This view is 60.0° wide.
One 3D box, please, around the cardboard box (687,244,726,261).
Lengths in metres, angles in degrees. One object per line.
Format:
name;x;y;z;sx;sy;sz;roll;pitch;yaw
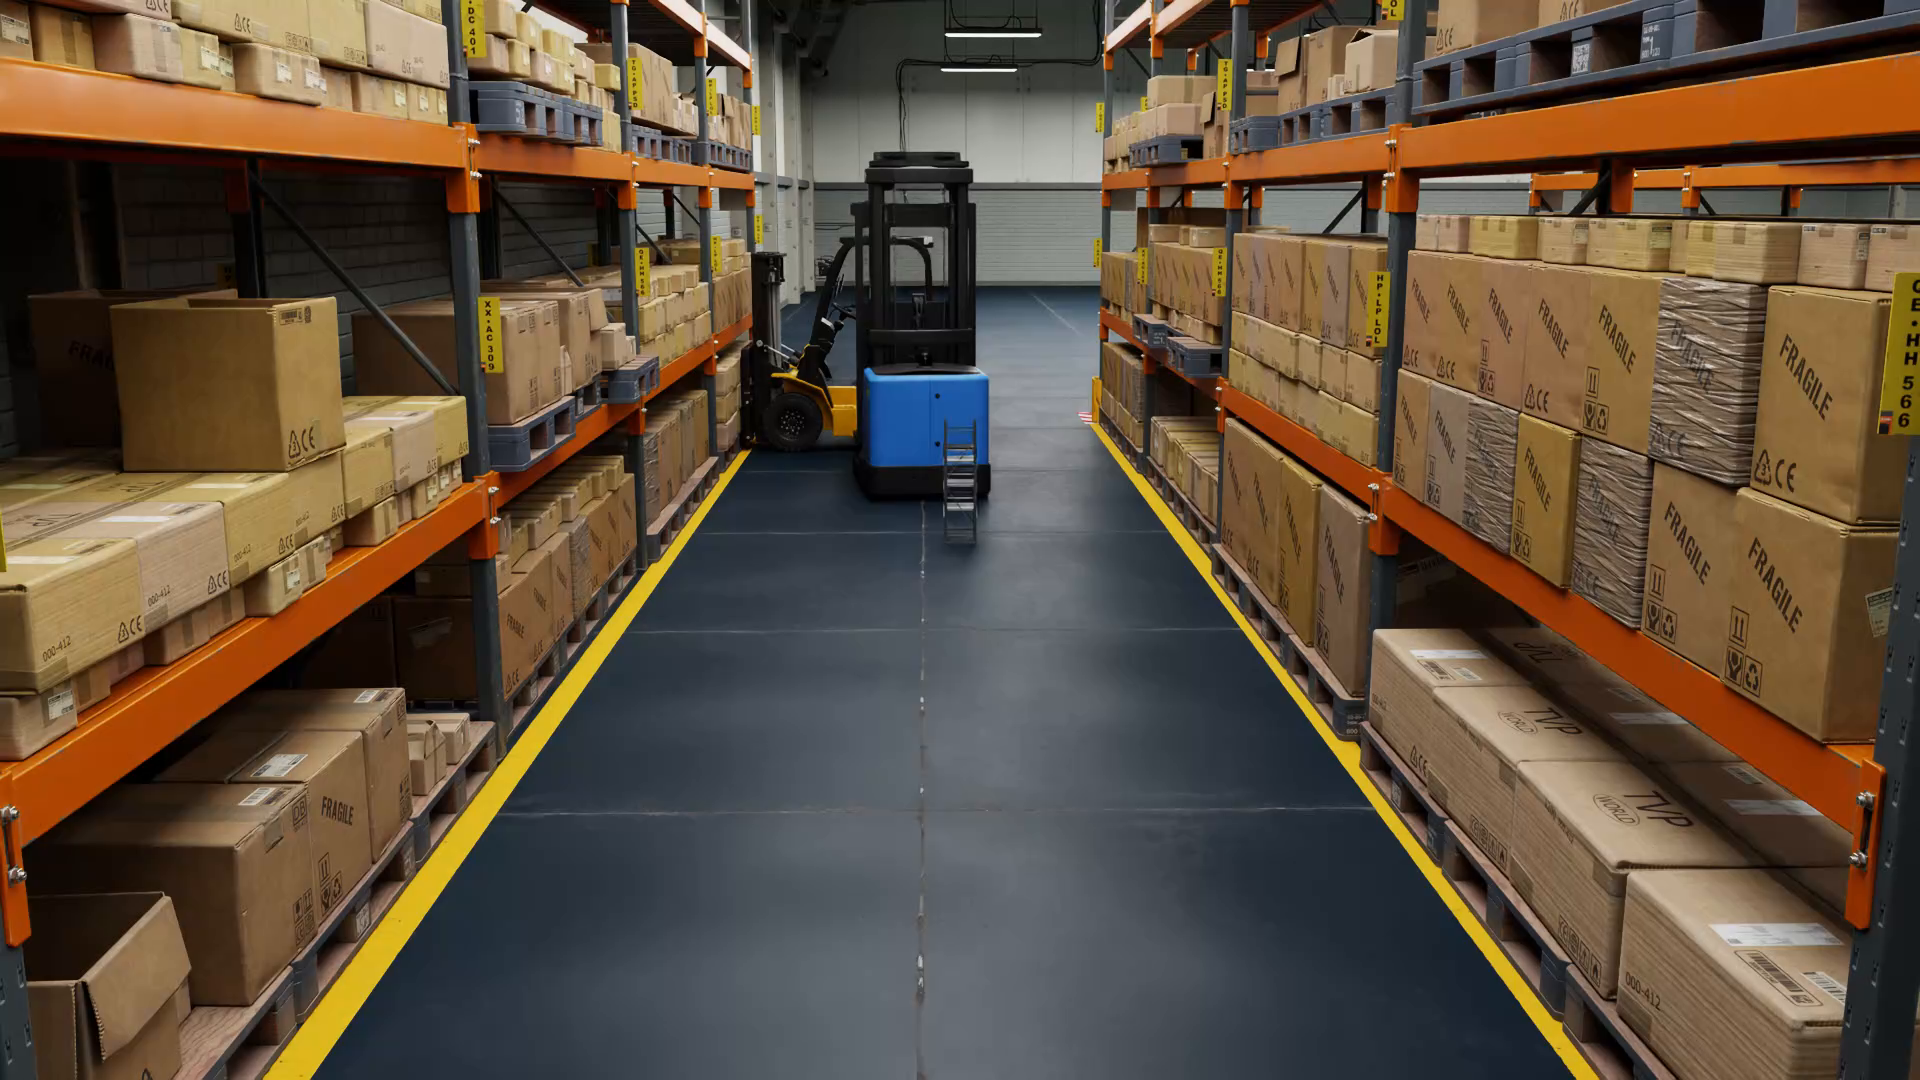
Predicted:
cardboard box;-2.476;-2.785;16.110;0.380;0.149;0.250;0;11;0

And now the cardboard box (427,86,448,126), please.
cardboard box;-2.285;-1.740;6.679;0.380;0.149;0.250;0;11;-2

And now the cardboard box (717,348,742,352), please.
cardboard box;-2.478;-1.905;17.750;0.500;0.250;0.500;0;11;0

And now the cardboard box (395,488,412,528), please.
cardboard box;-2.294;-0.122;6.250;0.380;0.149;0.250;0;11;0

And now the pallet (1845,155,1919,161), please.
pallet;7.173;-2.825;11.872;1.213;0.211;1.003;0;11;1

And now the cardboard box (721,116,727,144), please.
cardboard box;-2.480;-4.009;16.261;0.396;0.266;0.258;-1;11;-2

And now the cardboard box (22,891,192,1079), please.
cardboard box;-2.423;1.227;4.187;0.797;0.503;0.637;-1;11;-3

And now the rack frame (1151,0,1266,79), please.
rack frame;2.209;-5.015;14.645;1.000;3.000;0.127;0;11;-1

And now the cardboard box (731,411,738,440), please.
cardboard box;-2.458;-1.110;16.347;0.500;0.250;0.500;0;11;-2

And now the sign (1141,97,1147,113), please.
sign;1.667;-3.794;14.873;0.100;0.325;0.005;0;11;-1

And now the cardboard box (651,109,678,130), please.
cardboard box;-2.411;-3.285;12.985;0.380;0.149;0.250;0;11;-2

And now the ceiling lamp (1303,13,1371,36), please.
ceiling lamp;8.063;-11.942;34.108;2.000;3.185;0.800;0;11;-1

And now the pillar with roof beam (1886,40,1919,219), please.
pillar with roof beam;22.847;-11.722;47.705;9.100;9.000;0.548;0;11;-1

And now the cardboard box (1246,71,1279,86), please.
cardboard box;2.392;-3.605;13.302;0.500;0.250;0.500;0;11;0

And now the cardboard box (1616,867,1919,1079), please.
cardboard box;2.344;1.230;4.341;0.875;0.438;0.875;-1;11;-3

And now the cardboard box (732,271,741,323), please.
cardboard box;-2.529;-2.496;17.067;0.500;0.500;0.500;0;11;-1

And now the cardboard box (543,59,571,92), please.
cardboard box;-2.216;-2.380;8.524;0.380;0.149;0.250;0;11;0

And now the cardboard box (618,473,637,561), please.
cardboard box;-2.447;-0.156;11.015;0.500;0.500;0.500;0;11;0

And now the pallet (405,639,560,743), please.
pallet;-2.642;0.742;8.372;1.003;0.211;1.213;0;11;-1

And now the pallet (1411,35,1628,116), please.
pallet;2.381;-1.748;6.312;1.003;0.211;1.213;0;11;-1

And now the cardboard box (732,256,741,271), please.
cardboard box;-2.497;-2.893;17.392;0.380;0.149;0.250;0;11;-1

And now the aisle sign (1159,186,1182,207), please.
aisle sign;2.415;-4.157;18.969;0.394;0.787;0.004;0;11;-1

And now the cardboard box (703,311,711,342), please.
cardboard box;-2.481;-1.881;14.664;0.500;0.250;0.500;0;11;0

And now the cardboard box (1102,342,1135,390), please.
cardboard box;1.868;-1.929;18.499;0.500;0.500;0.500;-1;11;-3

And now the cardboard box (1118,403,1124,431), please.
cardboard box;1.902;-1.256;17.067;0.500;0.250;0.500;0;11;0

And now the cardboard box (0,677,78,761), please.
cardboard box;-2.238;0.388;3.732;0.380;0.149;0.250;0;11;-2

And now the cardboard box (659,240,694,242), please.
cardboard box;-3.061;-3.140;17.861;0.380;0.149;0.250;0;11;-1

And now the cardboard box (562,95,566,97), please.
cardboard box;-2.422;-2.525;9.291;0.380;0.149;0.250;0;11;1

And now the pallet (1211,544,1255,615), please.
pallet;2.233;0.244;10.826;1.003;0.211;1.213;0;11;-1

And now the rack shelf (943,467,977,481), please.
rack shelf;0.000;-0.495;12.450;0.258;0.077;0.200;0;11;-1

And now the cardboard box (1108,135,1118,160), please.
cardboard box;1.872;-4.211;17.856;0.500;0.250;0.500;0;11;-2

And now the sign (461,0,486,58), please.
sign;-2.045;-2.191;6.968;0.100;0.325;0.005;0;11;-1

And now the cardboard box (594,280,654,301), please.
cardboard box;-2.420;-1.794;11.975;0.380;0.149;0.250;0;11;0

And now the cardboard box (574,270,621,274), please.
cardboard box;-2.997;-2.146;13.711;0.380;0.149;0.250;0;11;-1

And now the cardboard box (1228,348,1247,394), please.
cardboard box;2.051;-1.108;10.853;0.500;0.250;0.500;0;11;-2

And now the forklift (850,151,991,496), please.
forklift;-0.430;-2.058;15.331;1.130;2.935;3.031;-1;12;-7

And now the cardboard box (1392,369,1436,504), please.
cardboard box;2.123;-0.439;6.928;0.500;0.500;0.500;0;11;1

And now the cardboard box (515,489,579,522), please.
cardboard box;-2.408;-0.196;9.582;0.380;0.149;0.250;-1;11;-4

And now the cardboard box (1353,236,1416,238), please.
cardboard box;2.587;-1.516;9.722;0.500;0.500;0.500;0;11;-1

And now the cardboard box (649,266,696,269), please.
cardboard box;-2.501;-2.302;14.480;0.380;0.149;0.250;0;11;-2

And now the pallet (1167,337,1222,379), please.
pallet;2.171;-1.327;12.037;1.213;0.211;1.003;0;11;-1

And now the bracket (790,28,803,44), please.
bracket;-3.802;-11.588;37.994;0.076;0.066;4.783;0;11;-1

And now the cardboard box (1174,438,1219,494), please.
cardboard box;2.257;-0.607;13.562;0.950;0.372;0.625;0;11;1

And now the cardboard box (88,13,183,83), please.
cardboard box;-2.201;-1.233;4.178;0.380;0.149;0.250;0;11;0

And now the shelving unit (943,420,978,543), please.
shelving unit;0.000;-0.439;12.462;0.258;0.900;0.210;0;11;-1

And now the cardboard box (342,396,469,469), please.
cardboard box;-2.333;-0.435;6.790;0.500;0.250;0.500;0;11;0

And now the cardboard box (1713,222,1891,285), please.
cardboard box;2.131;-0.718;4.157;0.380;0.149;0.250;0;11;-2

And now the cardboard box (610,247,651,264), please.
cardboard box;-3.062;-2.629;15.340;0.380;0.149;0.250;0;11;-1

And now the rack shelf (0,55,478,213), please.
rack shelf;-2.546;-1.183;5.112;1.077;0.370;4.000;0;11;-1

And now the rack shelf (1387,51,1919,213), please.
rack shelf;2.416;-1.204;5.217;1.077;0.370;4.000;0;11;-1

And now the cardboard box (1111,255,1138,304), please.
cardboard box;1.885;-2.765;17.645;0.500;0.500;0.500;0;11;-2

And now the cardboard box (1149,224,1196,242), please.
cardboard box;1.866;-2.698;14.628;0.380;0.149;0.250;0;11;-1

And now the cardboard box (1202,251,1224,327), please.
cardboard box;2.005;-1.769;11.681;0.500;0.500;0.500;-1;11;-3

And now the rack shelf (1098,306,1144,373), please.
rack shelf;2.168;-2.120;17.273;1.077;0.370;4.000;0;11;-1

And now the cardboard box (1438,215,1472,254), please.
cardboard box;2.143;-1.227;6.664;0.380;0.149;0.250;0;11;0

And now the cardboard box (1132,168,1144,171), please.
cardboard box;1.891;-3.688;16.280;0.380;0.149;0.250;0;11;0
